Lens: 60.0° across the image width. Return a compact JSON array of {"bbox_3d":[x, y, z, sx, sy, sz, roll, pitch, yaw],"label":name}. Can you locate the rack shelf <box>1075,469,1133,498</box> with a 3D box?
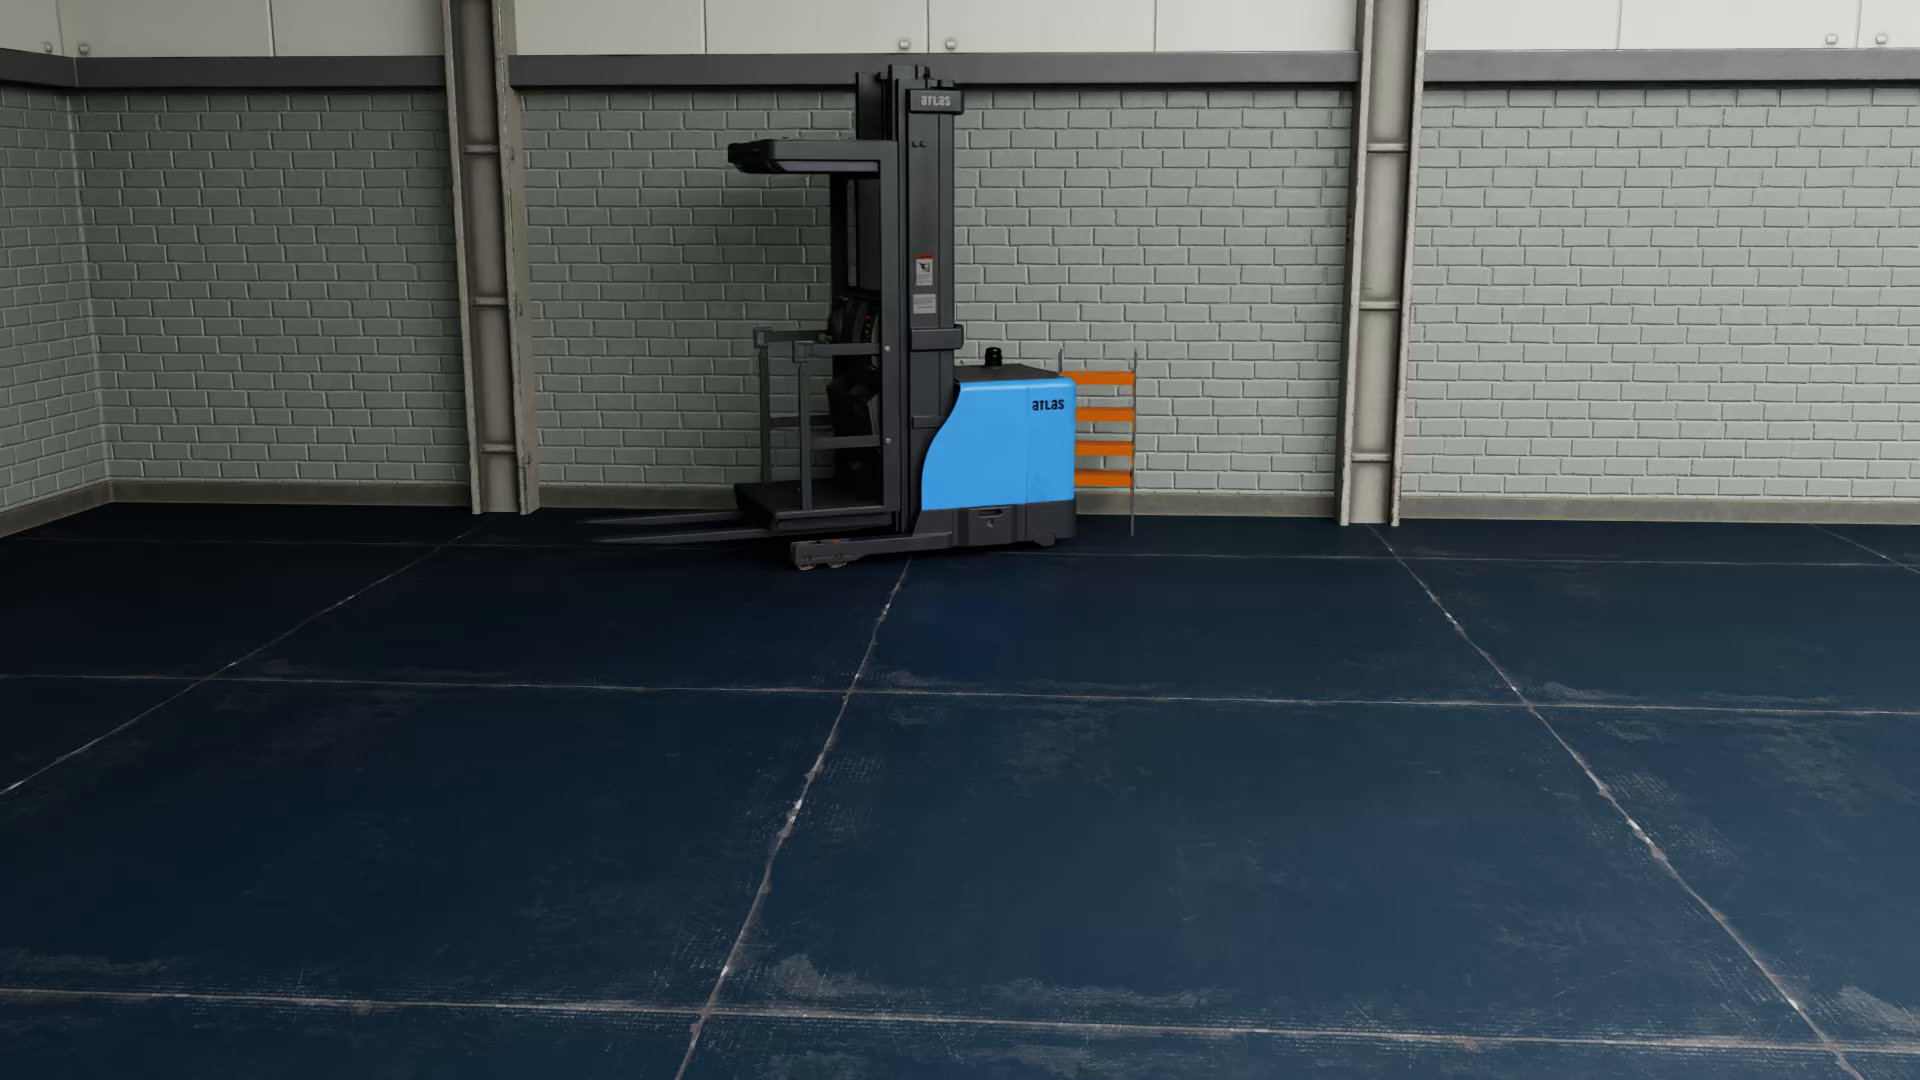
[{"bbox_3d":[0.893,-0.378,10.944,0.480,0.148,0.258,1,12,5],"label":"rack shelf"}]

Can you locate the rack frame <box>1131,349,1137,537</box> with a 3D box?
[{"bbox_3d":[1.137,-0.634,10.869,0.015,1.200,0.240,1,12,5],"label":"rack frame"}]

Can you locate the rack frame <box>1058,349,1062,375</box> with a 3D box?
[{"bbox_3d":[0.650,-0.643,10.910,0.015,1.200,0.240,1,12,5],"label":"rack frame"}]

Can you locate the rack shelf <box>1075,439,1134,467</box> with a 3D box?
[{"bbox_3d":[0.893,-0.573,10.903,0.480,0.148,0.258,1,12,5],"label":"rack shelf"}]

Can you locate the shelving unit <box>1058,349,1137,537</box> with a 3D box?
[{"bbox_3d":[0.893,-0.638,10.890,0.503,1.200,0.258,1,12,5],"label":"shelving unit"}]

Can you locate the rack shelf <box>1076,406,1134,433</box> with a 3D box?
[{"bbox_3d":[0.893,-0.792,10.858,0.480,0.148,0.258,1,12,5],"label":"rack shelf"}]

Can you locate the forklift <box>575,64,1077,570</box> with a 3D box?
[{"bbox_3d":[-0.834,-1.377,10.193,3.031,2.935,1.130,-4,13,-20],"label":"forklift"}]

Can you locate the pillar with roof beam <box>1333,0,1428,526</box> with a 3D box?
[{"bbox_3d":[2.489,-3.654,6.260,0.400,9.000,9.100,1,12,4],"label":"pillar with roof beam"}]

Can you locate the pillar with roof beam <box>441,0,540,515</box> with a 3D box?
[{"bbox_3d":[-3.497,-3.736,6.652,0.400,9.000,9.100,1,12,4],"label":"pillar with roof beam"}]

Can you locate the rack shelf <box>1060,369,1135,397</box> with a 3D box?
[{"bbox_3d":[0.894,-1.023,10.809,0.480,0.148,0.258,1,12,5],"label":"rack shelf"}]
